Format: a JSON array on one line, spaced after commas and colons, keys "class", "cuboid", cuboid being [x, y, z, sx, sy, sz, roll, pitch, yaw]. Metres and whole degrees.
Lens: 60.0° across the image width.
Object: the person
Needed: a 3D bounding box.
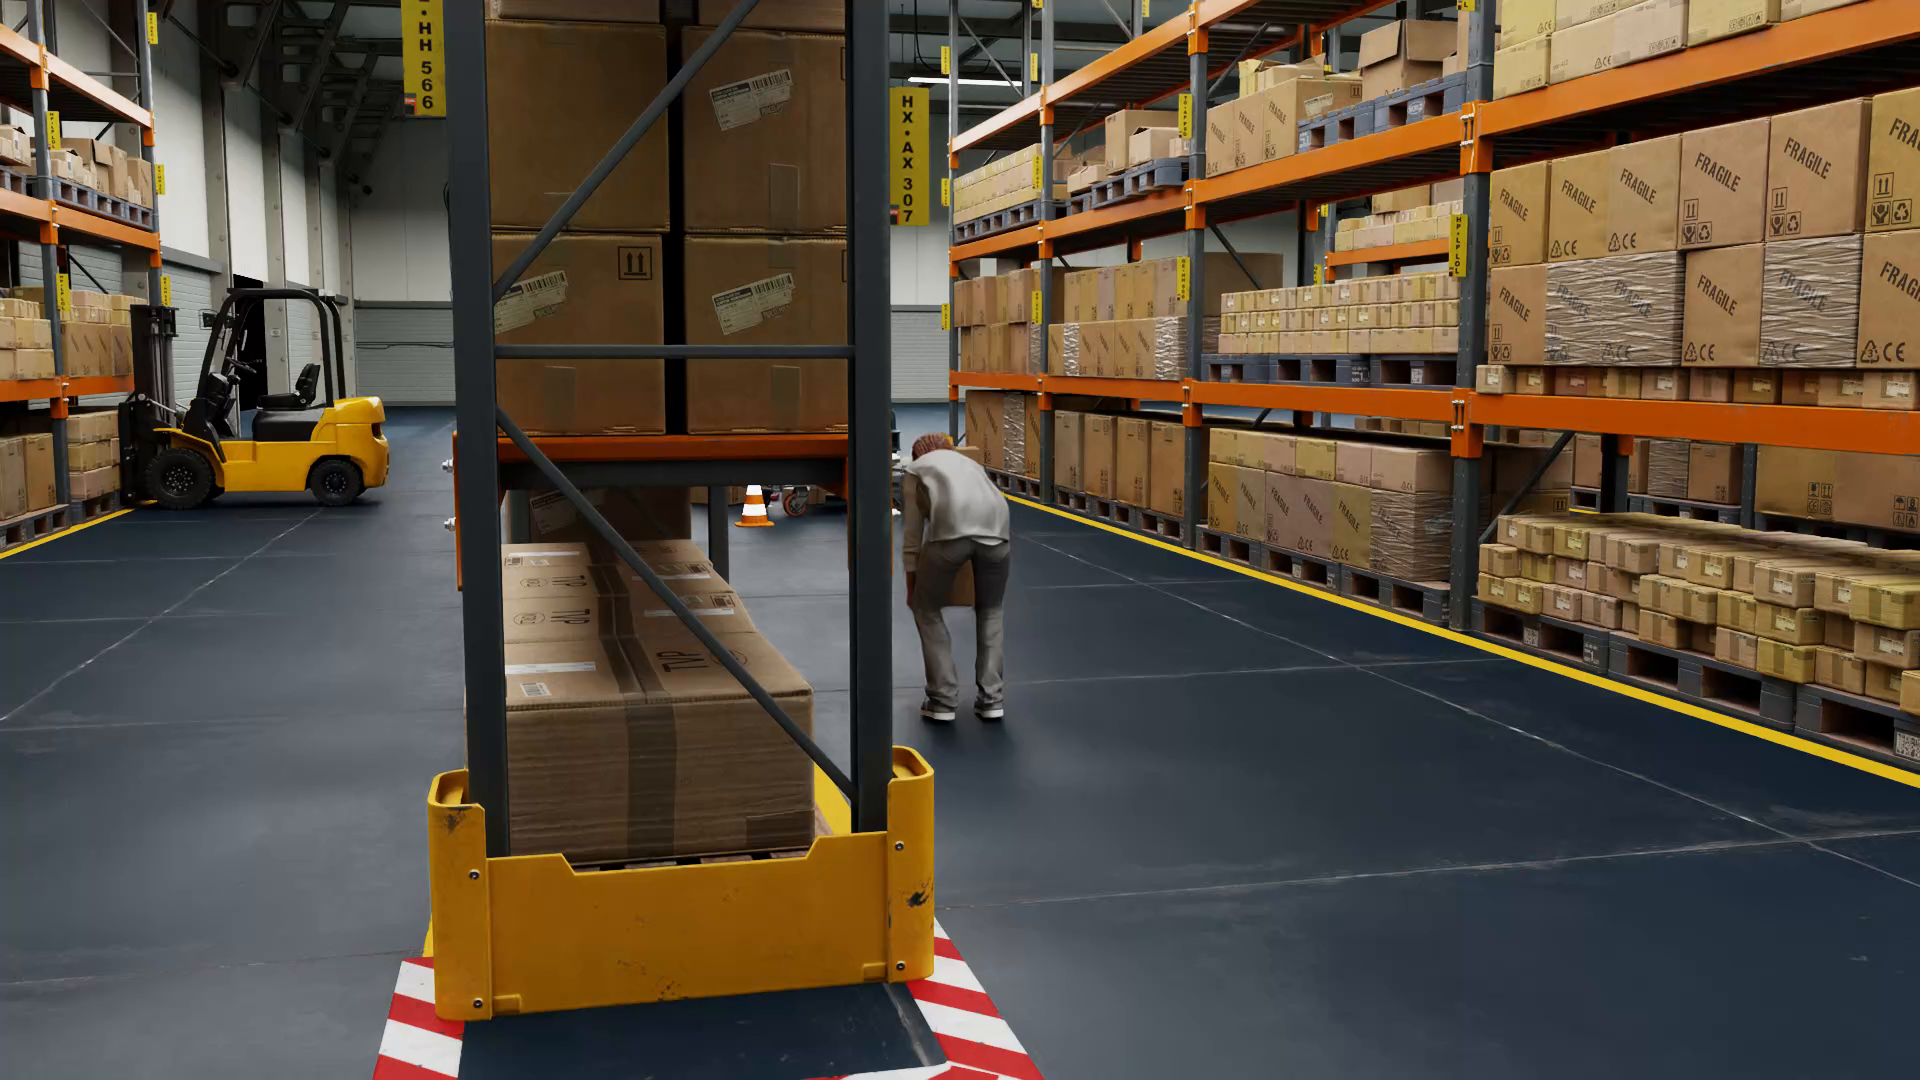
[{"class": "person", "cuboid": [-0.035, 0.145, 7.044, 0.394, 1.164, 0.829, -2, 7, -16]}]
